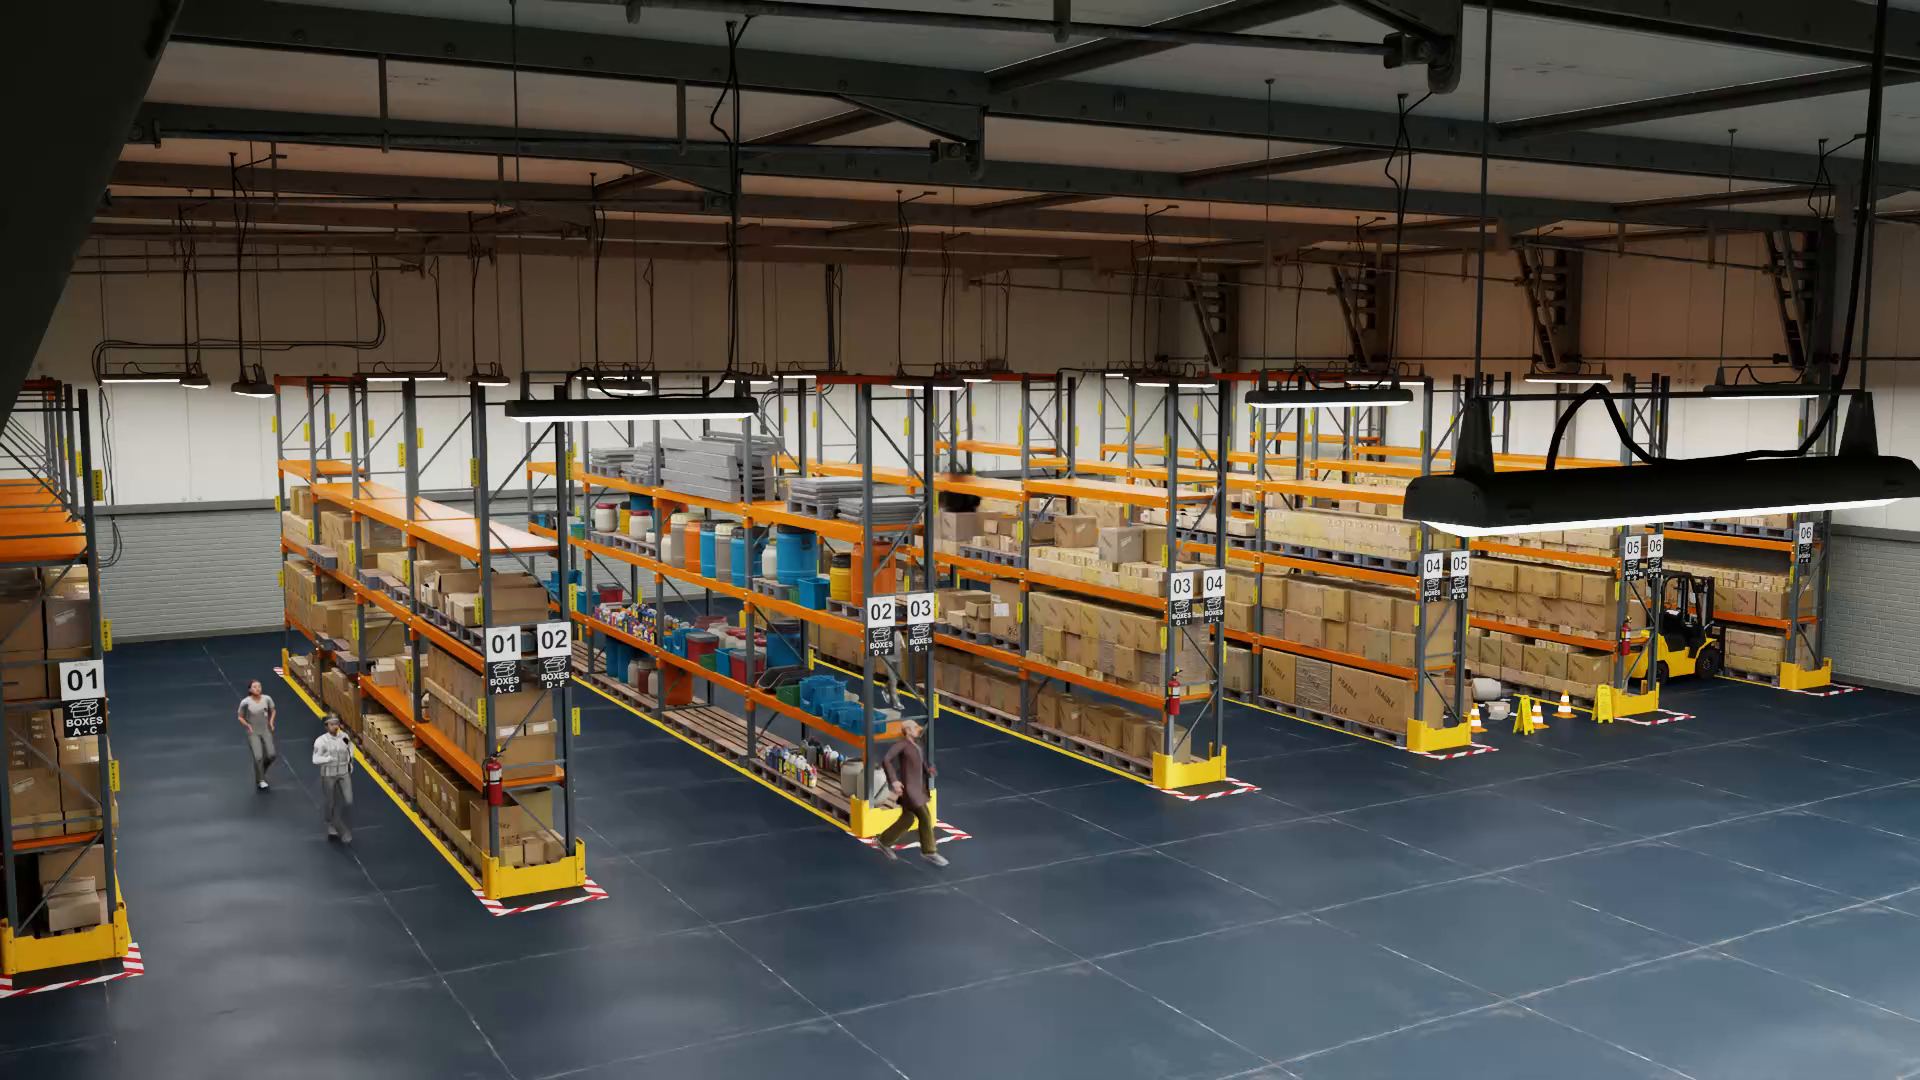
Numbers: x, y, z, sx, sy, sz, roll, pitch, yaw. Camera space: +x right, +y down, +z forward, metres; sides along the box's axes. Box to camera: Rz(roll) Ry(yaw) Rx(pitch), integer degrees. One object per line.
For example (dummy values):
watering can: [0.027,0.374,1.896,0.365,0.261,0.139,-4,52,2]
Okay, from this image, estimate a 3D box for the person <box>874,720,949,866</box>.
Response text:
person: [-0.583,3.153,20.958,0.987,1.767,0.719,1,6,13]

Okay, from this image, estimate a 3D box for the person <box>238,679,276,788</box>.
person: [-10.327,2.844,24.486,0.541,1.624,0.553,-5,8,-36]

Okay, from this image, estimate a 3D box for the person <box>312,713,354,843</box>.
person: [-8.169,3.113,21.792,0.592,1.734,0.684,-4,8,-35]

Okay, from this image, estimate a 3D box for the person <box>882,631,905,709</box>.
person: [-1.179,2.104,28.801,0.548,1.582,0.740,-5,8,-37]
